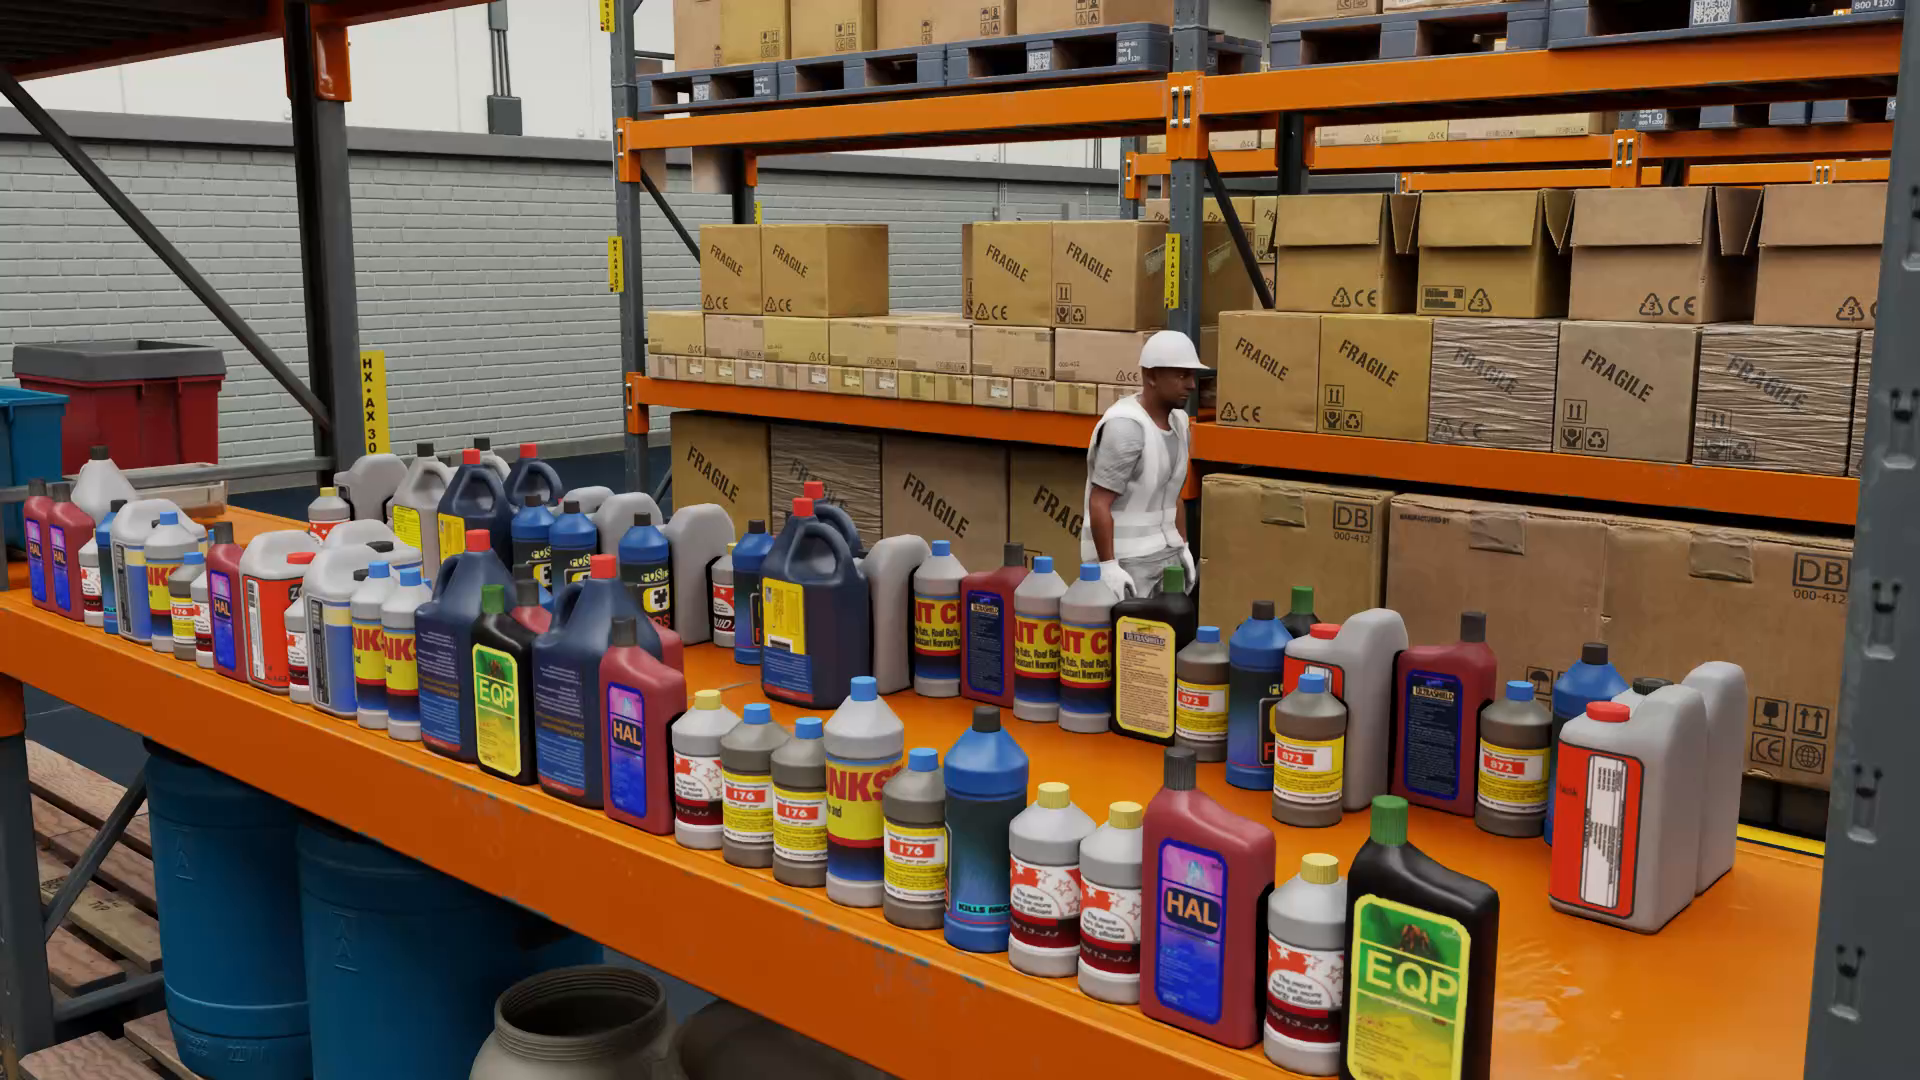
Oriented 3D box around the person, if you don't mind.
[{"bbox_3d":[0.710,0.092,6.360,0.451,1.773,0.625,8,13,37],"label":"person"}]
